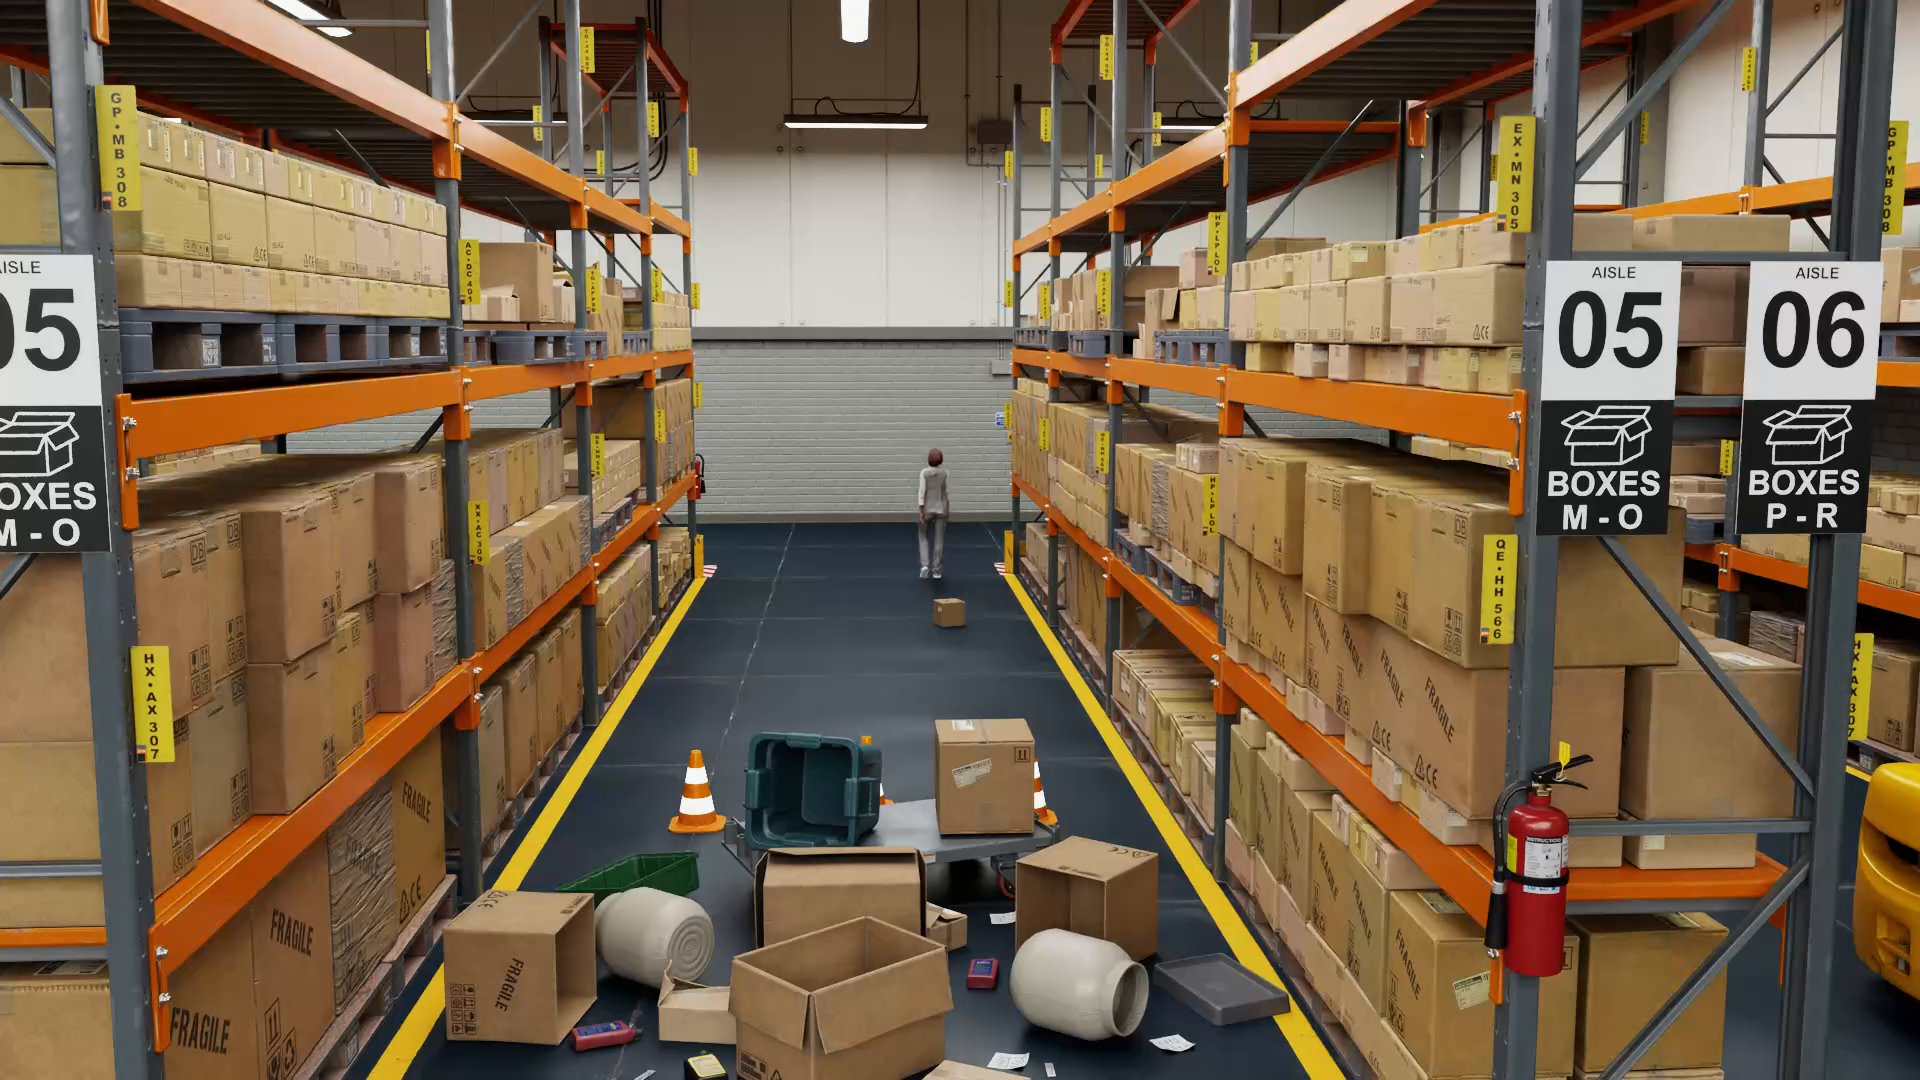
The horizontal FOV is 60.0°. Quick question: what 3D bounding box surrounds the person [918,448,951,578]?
[{"bbox_3d":[-0.318,-0.306,20.299,0.415,1.640,0.485,-1,7,-7],"label":"person"}]
